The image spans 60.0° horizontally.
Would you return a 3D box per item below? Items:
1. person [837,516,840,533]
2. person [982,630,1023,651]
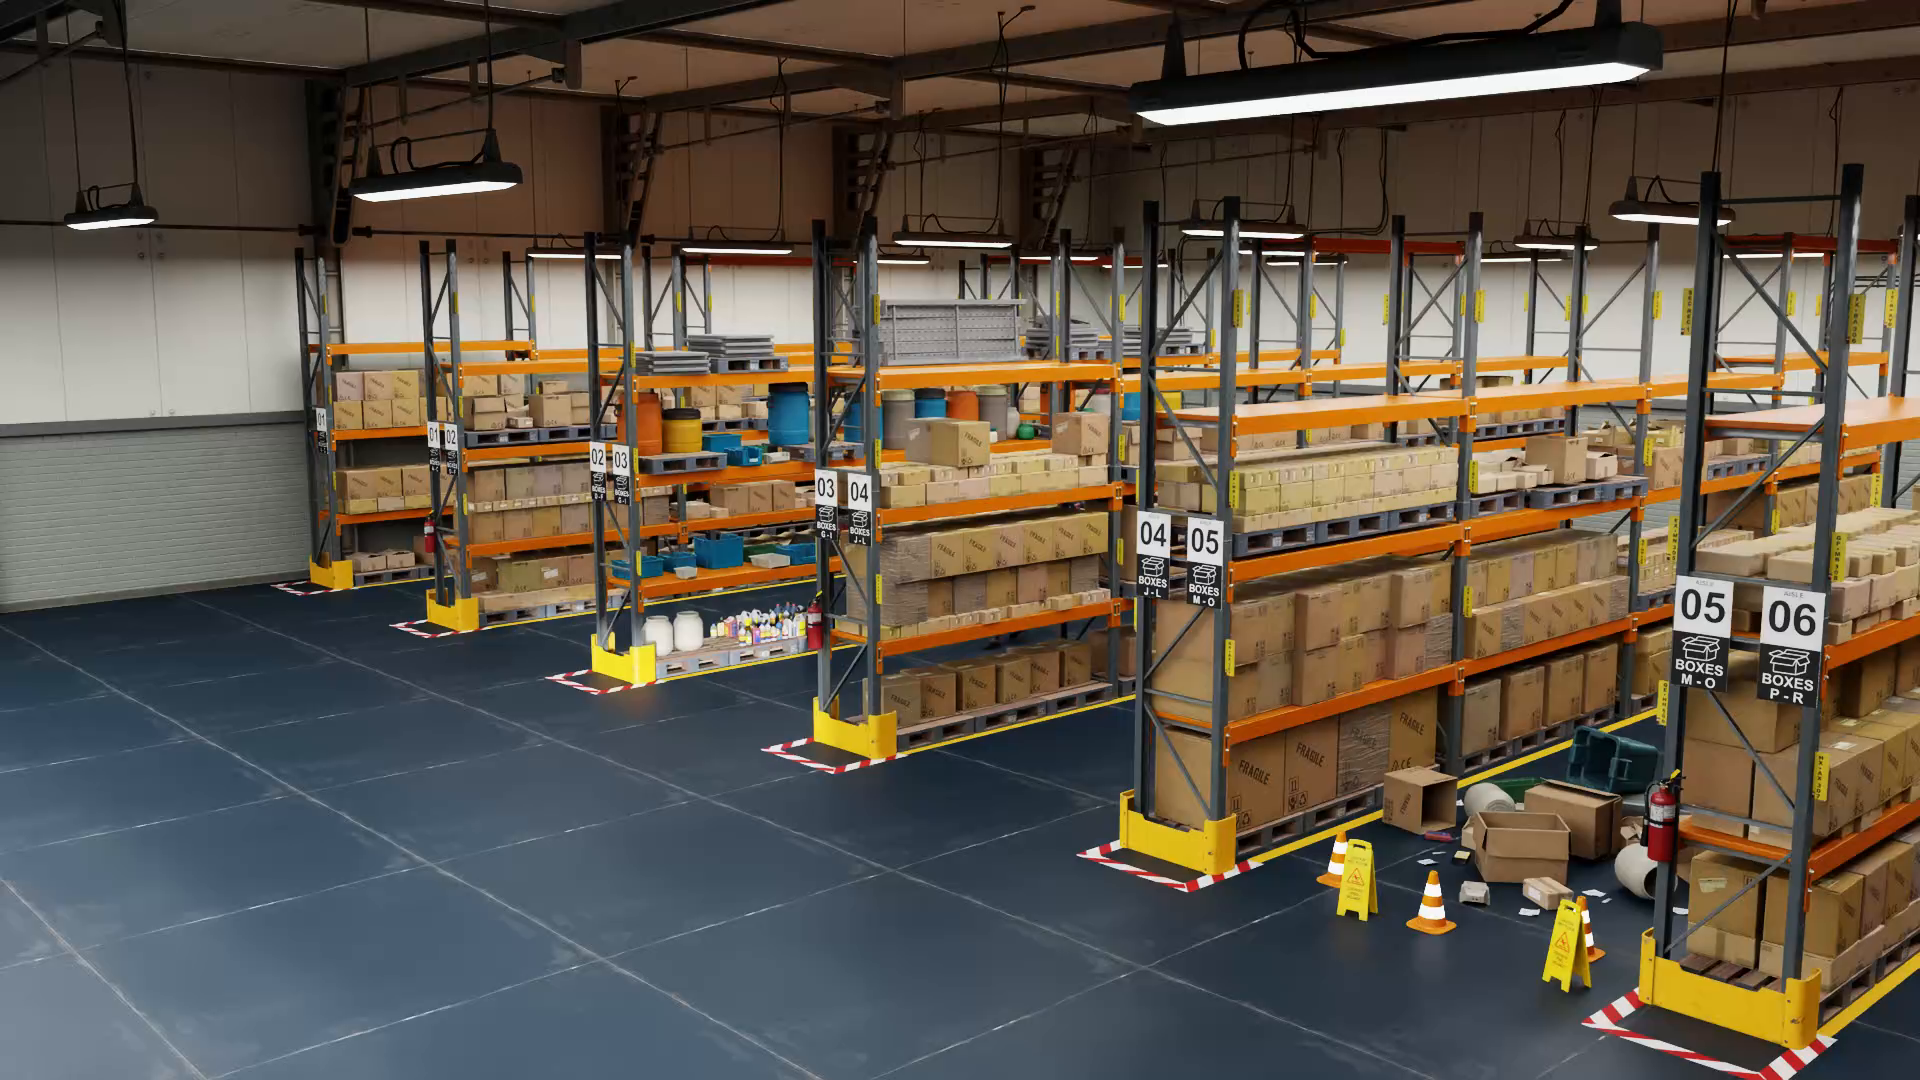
[{"bbox_3d":[-2.597,-0.530,33.301,0.580,1.740,0.726,8,12,44],"label":"person"},{"bbox_3d":[0.635,0.828,24.534,0.652,1.580,1.061,7,11,41],"label":"person"}]
